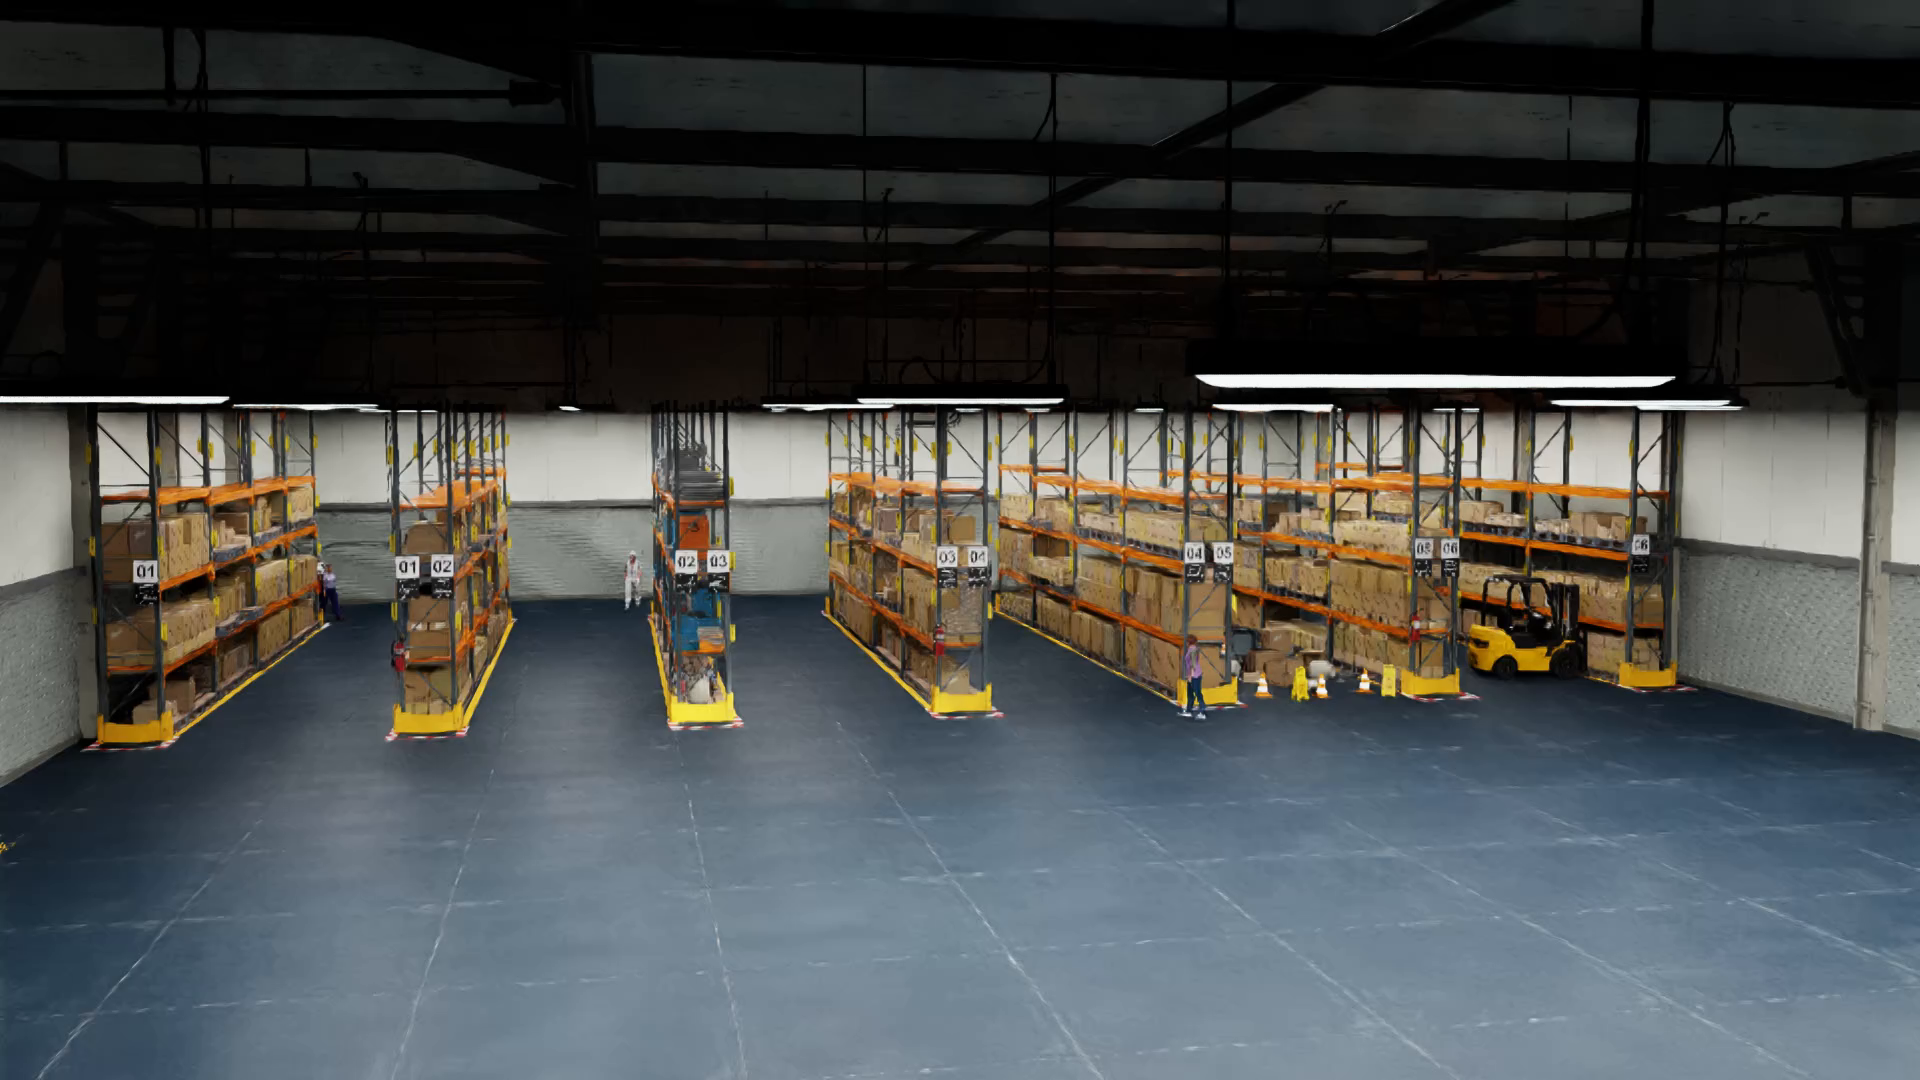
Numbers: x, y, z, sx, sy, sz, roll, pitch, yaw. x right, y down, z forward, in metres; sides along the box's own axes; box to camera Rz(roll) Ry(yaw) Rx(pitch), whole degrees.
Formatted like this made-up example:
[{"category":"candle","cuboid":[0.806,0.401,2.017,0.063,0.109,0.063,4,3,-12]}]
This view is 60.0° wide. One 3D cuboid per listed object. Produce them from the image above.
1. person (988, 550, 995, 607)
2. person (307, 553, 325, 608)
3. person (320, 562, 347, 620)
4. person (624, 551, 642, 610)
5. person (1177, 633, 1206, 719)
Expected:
[{"category":"person","cuboid":[0.760,1.177,49.605,0.536,1.633,0.553,2,5,23]},{"category":"person","cuboid":[-18.981,1.217,48.827,0.505,1.660,0.637,3,5,37]},{"category":"person","cuboid":[-17.415,1.434,45.961,0.560,1.640,0.733,2,5,23]},{"category":"person","cuboid":[-9.581,1.175,48.760,0.533,1.728,1.036,0,4,-3]},{"category":"person","cuboid":[4.377,2.551,31.338,0.530,1.589,0.547,0,4,3]}]
